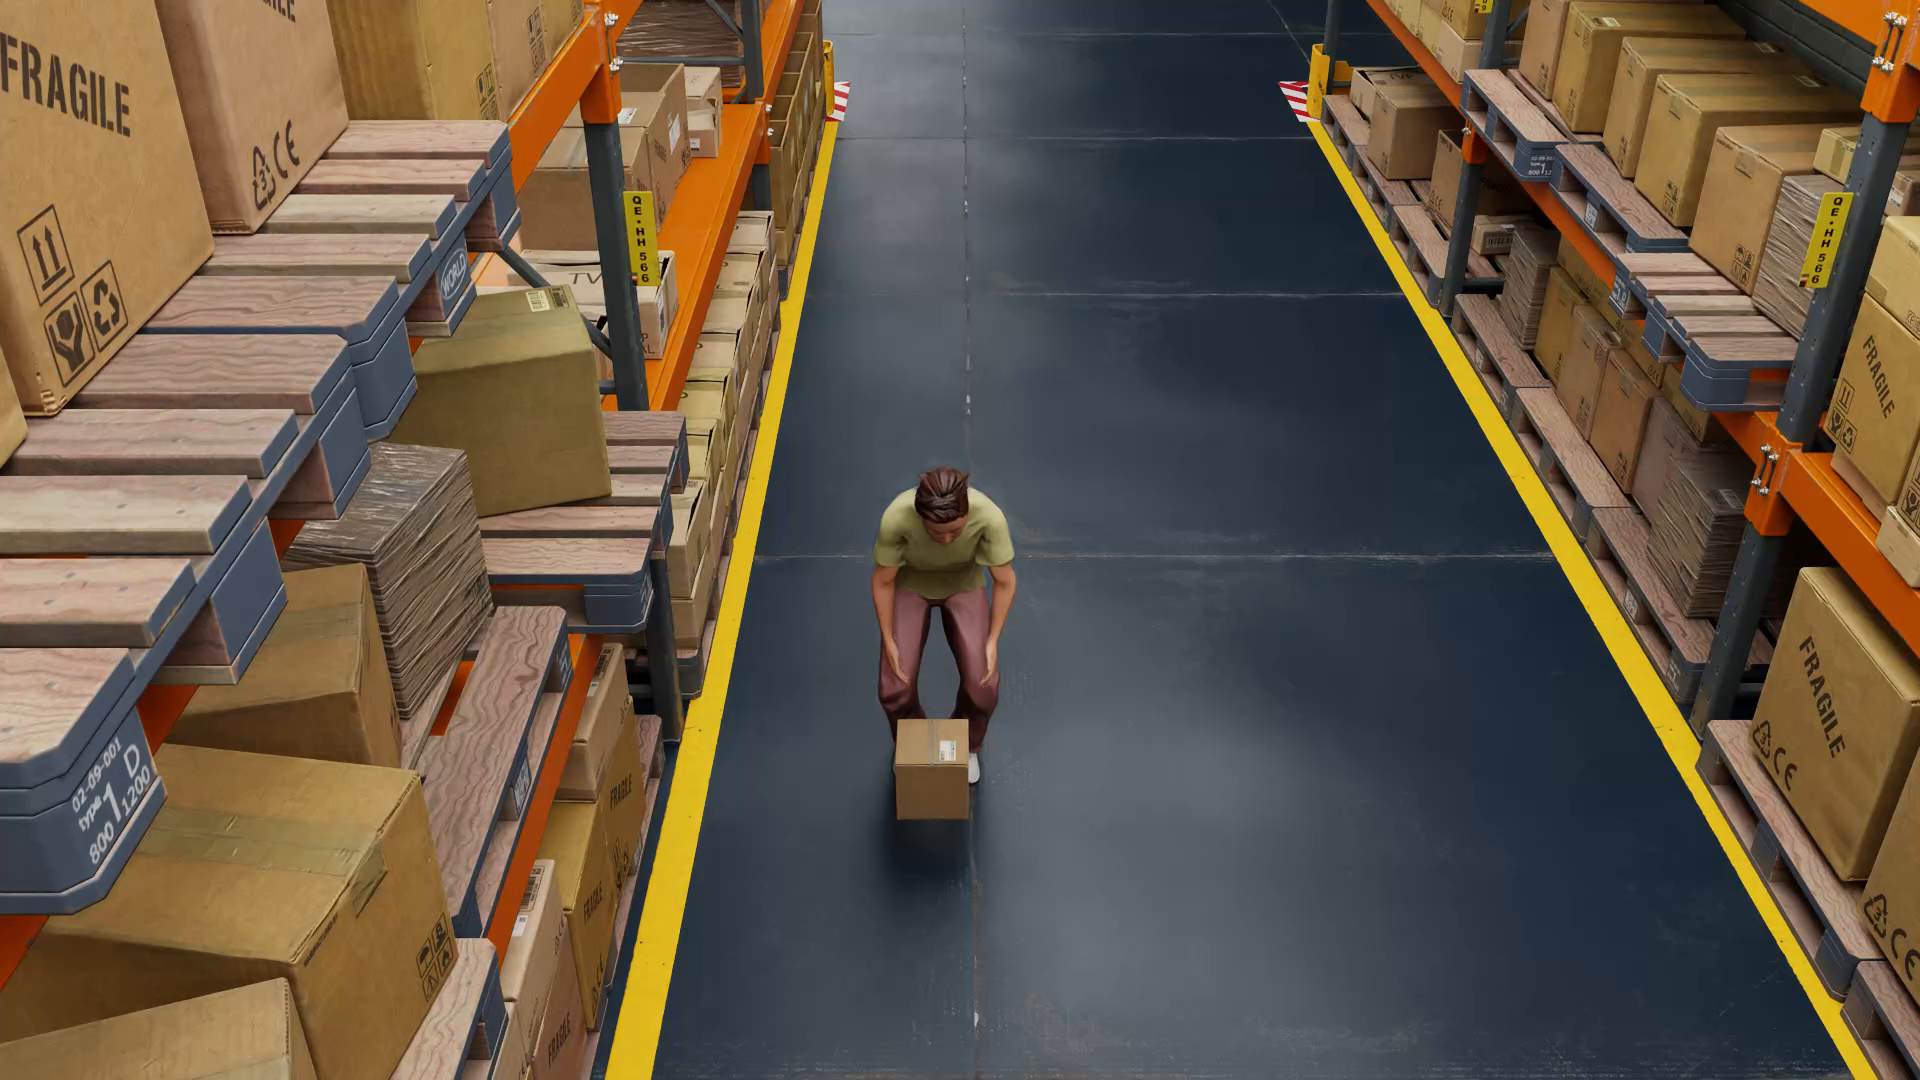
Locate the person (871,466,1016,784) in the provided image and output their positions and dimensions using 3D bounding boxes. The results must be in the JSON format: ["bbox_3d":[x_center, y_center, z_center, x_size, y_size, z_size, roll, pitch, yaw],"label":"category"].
[{"bbox_3d":[-0.056,0.266,5.981,0.510,1.391,0.634,1,32,1],"label":"person"}]
